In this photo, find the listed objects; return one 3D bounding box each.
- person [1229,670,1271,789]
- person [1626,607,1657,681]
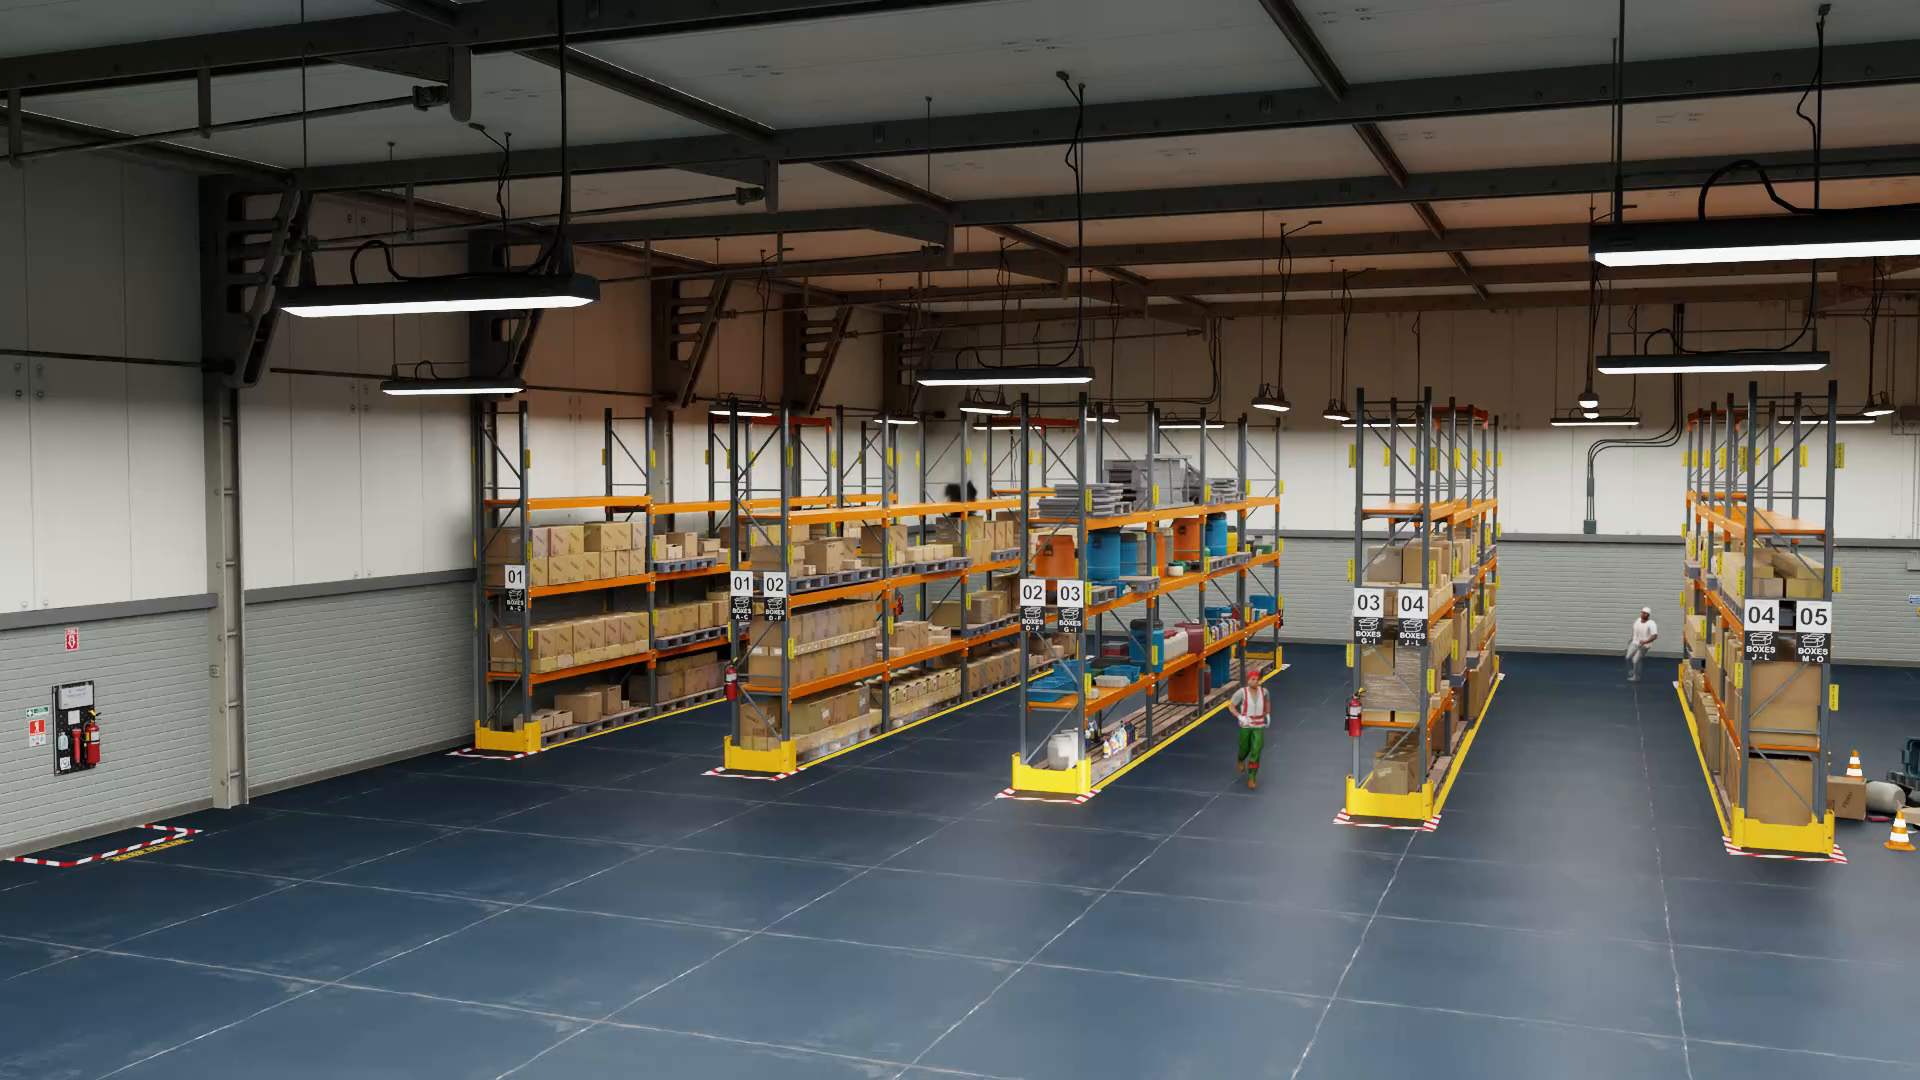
[{"bbox_3d":[4.473,2.877,25.598,0.683,1.769,0.969,0,3,-6],"label":"person"},{"bbox_3d":[15.231,2.342,37.243,0.572,1.695,0.744,-2,3,-31],"label":"person"}]
